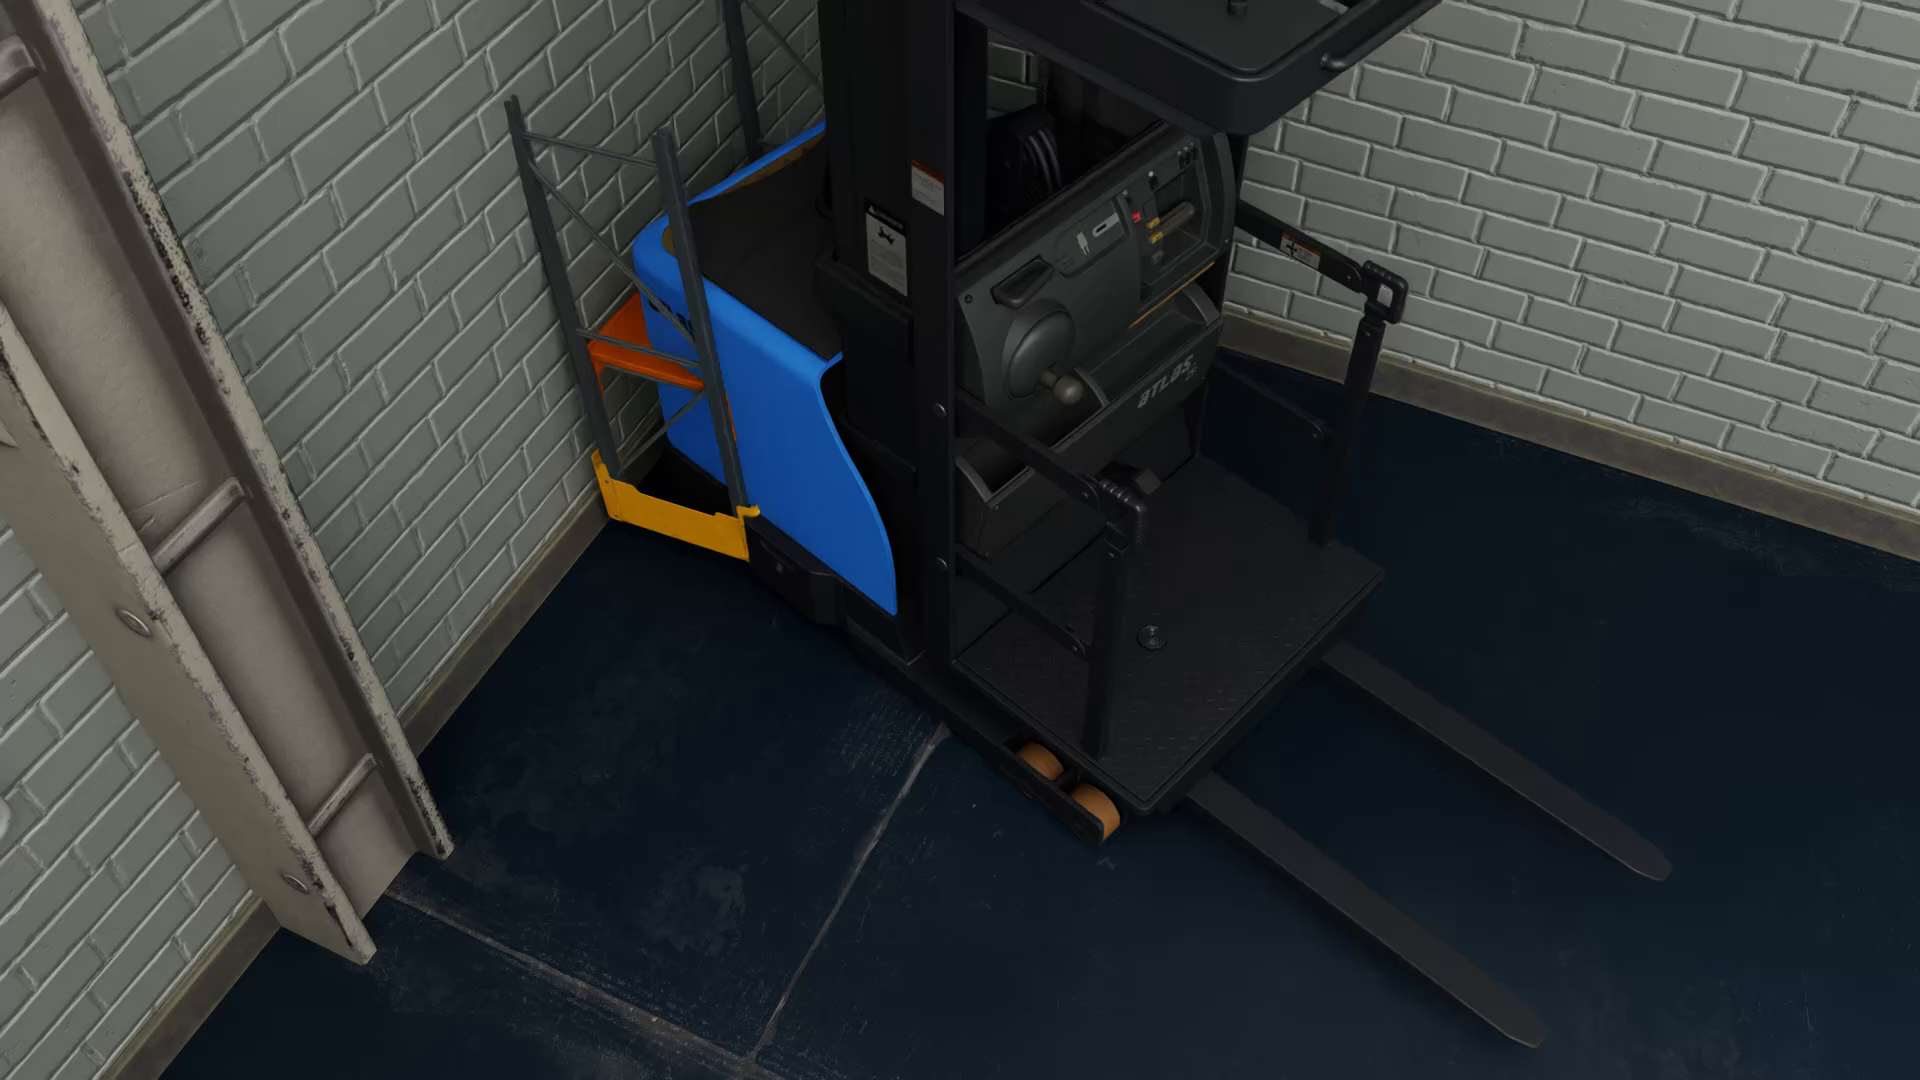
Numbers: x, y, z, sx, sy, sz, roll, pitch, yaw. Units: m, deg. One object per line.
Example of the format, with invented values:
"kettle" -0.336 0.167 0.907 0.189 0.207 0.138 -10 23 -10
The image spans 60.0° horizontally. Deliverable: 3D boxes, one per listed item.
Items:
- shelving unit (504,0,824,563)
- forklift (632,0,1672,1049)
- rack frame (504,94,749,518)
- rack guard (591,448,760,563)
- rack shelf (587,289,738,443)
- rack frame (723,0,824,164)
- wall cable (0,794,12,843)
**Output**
"shelving unit" -0.664 -0.874 4.930 0.587 1.500 1.083 17 50 19
"forklift" 0.494 -0.579 3.818 3.031 2.935 1.130 36 58 26
"rack frame" -0.884 -0.526 4.616 0.500 1.500 0.032 17 50 19
"rack guard" -0.842 -0.109 5.080 0.587 0.250 0.087 17 50 19
"rack shelf" -0.658 -0.744 5.054 0.538 0.185 1.000 17 50 19
"rack frame" -0.451 -1.209 5.232 0.500 1.500 0.032 17 50 19
"wall cable" -2.278 0.568 2.130 0.084 1.984 1.851 20 52 16
